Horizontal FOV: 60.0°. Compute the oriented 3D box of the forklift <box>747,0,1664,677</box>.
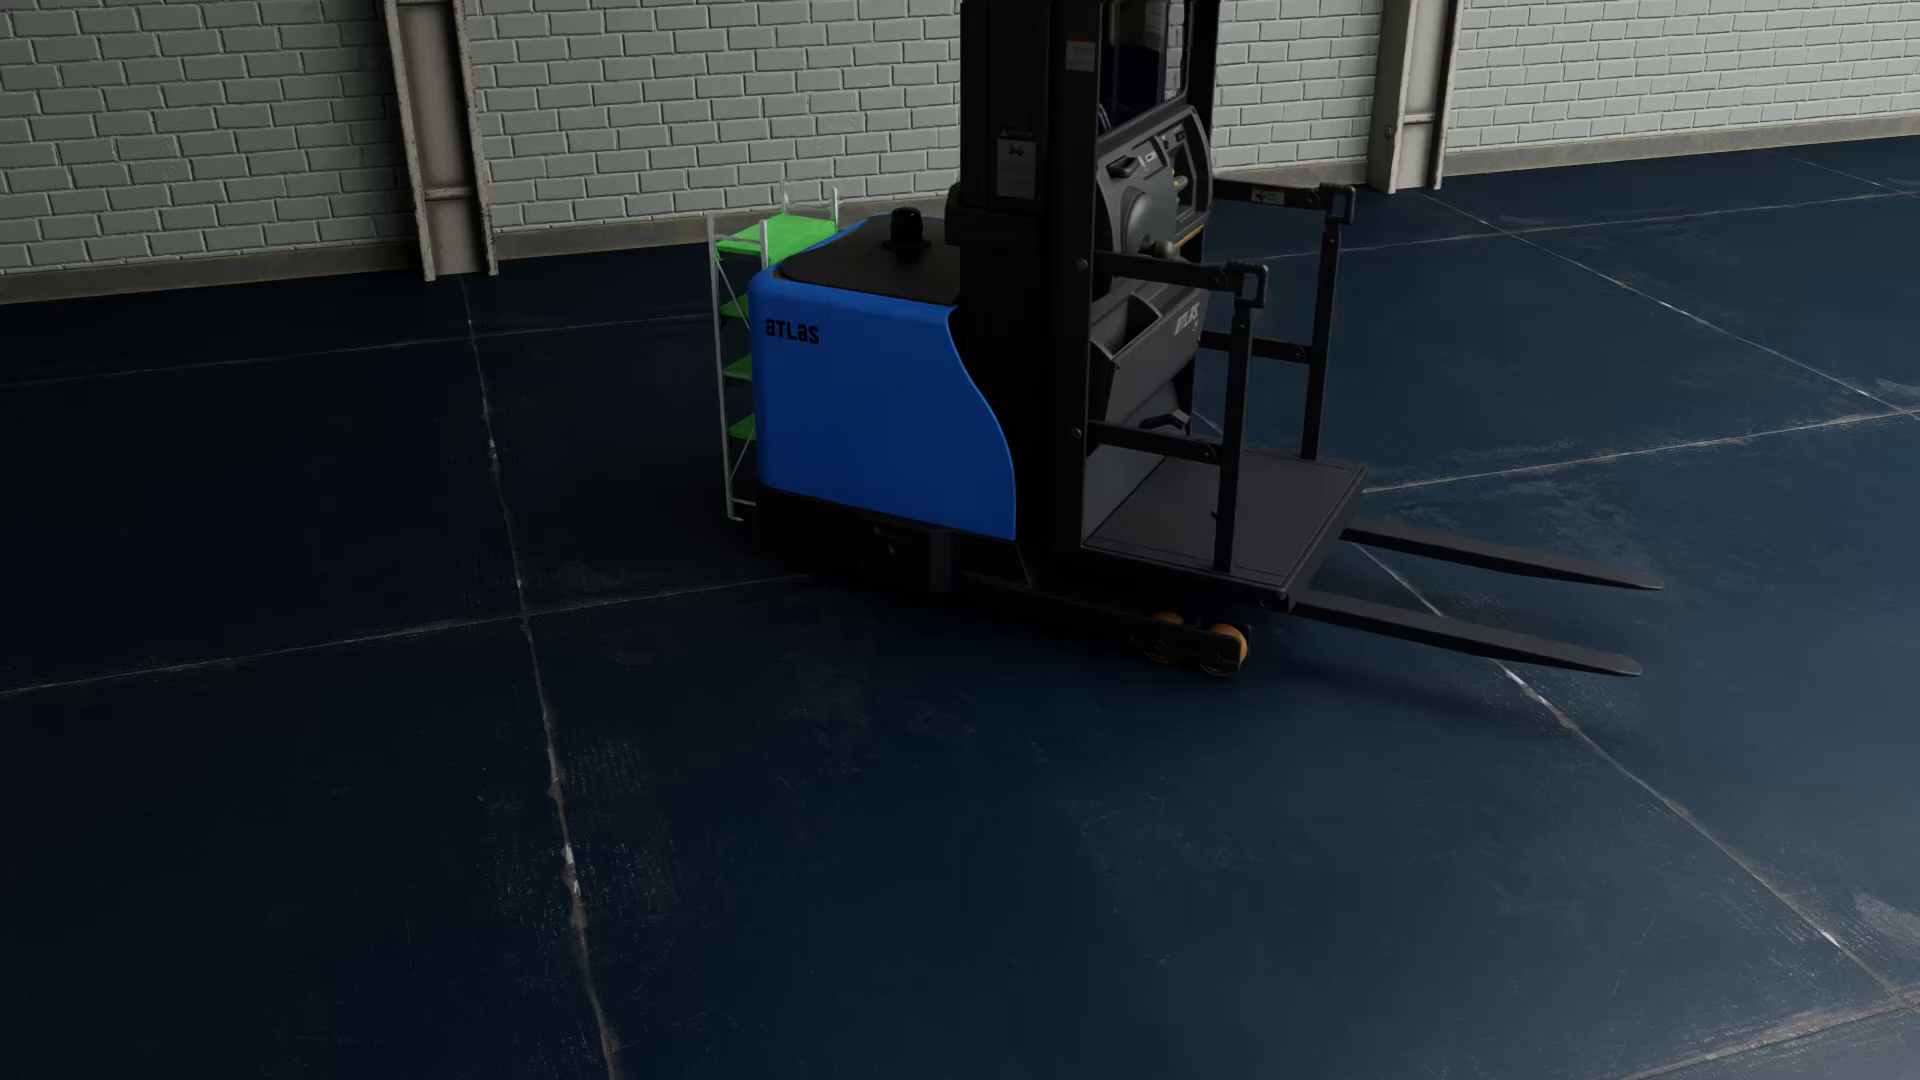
[{"bbox_3d":[0.812,-1.143,5.257,3.031,2.935,1.130,12,29,23],"label":"forklift"}]

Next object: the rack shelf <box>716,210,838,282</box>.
[{"bbox_3d":[-0.678,-1.070,6.119,0.258,0.148,0.480,12,29,23],"label":"rack shelf"}]

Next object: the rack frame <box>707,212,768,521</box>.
[{"bbox_3d":[-0.786,-0.600,6.108,0.240,1.200,0.015,12,29,23],"label":"rack frame"}]

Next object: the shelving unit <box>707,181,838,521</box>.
[{"bbox_3d":[-0.677,-0.697,6.304,0.258,1.200,0.503,12,29,23],"label":"shelving unit"}]

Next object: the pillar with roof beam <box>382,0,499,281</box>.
[{"bbox_3d":[-1.459,-3.720,3.622,0.400,9.000,9.100,-8,28,-16],"label":"pillar with roof beam"}]

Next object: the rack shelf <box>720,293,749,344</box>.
[{"bbox_3d":[-0.677,-0.855,6.226,0.258,0.148,0.480,12,29,23],"label":"rack shelf"}]

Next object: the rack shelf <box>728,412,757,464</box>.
[{"bbox_3d":[-0.677,-0.425,6.439,0.258,0.148,0.480,12,29,23],"label":"rack shelf"}]

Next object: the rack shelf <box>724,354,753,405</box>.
[{"bbox_3d":[-0.677,-0.640,6.332,0.258,0.148,0.480,12,29,23],"label":"rack shelf"}]

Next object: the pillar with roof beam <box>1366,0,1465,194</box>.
[{"bbox_3d":[4.246,-4.546,5.287,0.400,9.000,9.100,-8,28,-16],"label":"pillar with roof beam"}]

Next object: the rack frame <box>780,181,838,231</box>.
[{"bbox_3d":[-0.569,-0.794,6.500,0.240,1.200,0.015,12,29,23],"label":"rack frame"}]
